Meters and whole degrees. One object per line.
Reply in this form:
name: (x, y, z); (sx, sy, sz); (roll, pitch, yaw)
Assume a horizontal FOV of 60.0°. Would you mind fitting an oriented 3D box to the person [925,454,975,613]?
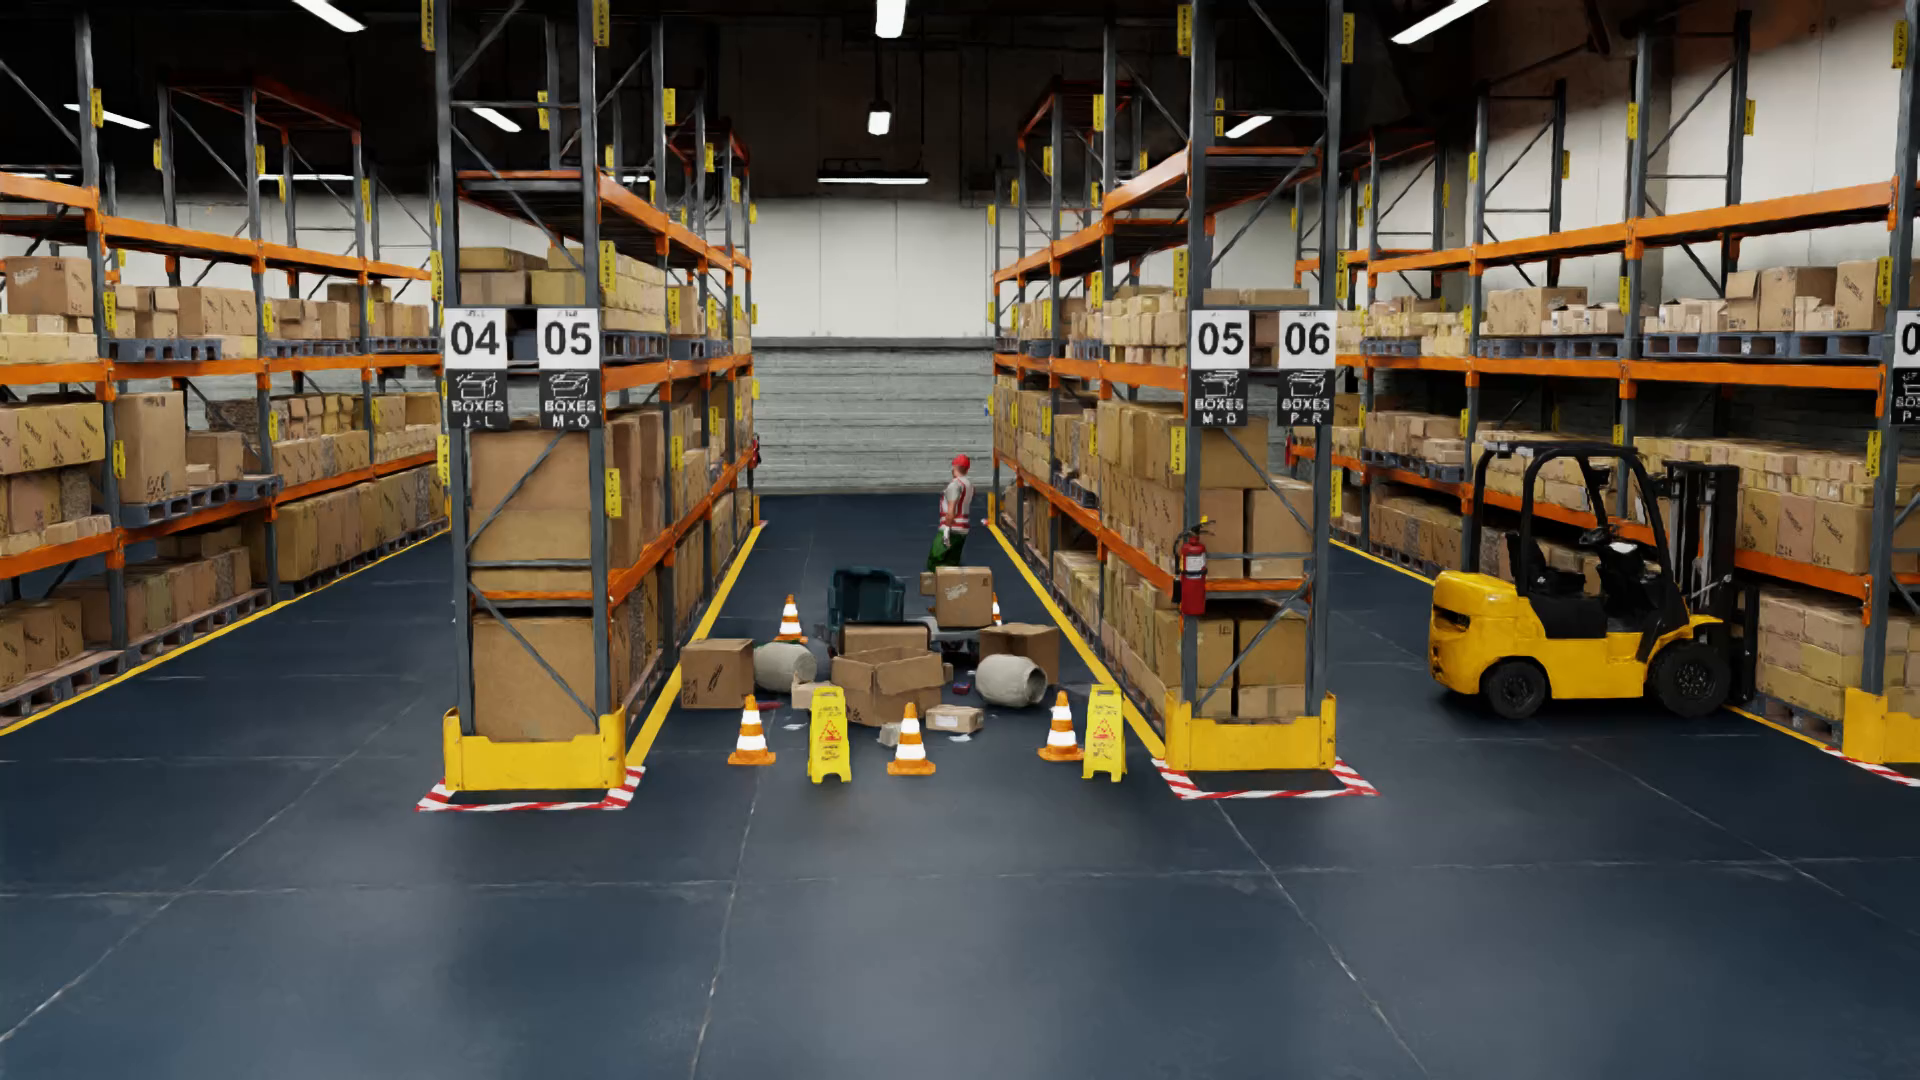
person: (-0.050, -0.063, 18.291); (0.596, 1.744, 0.672); (2, 7, 18)
